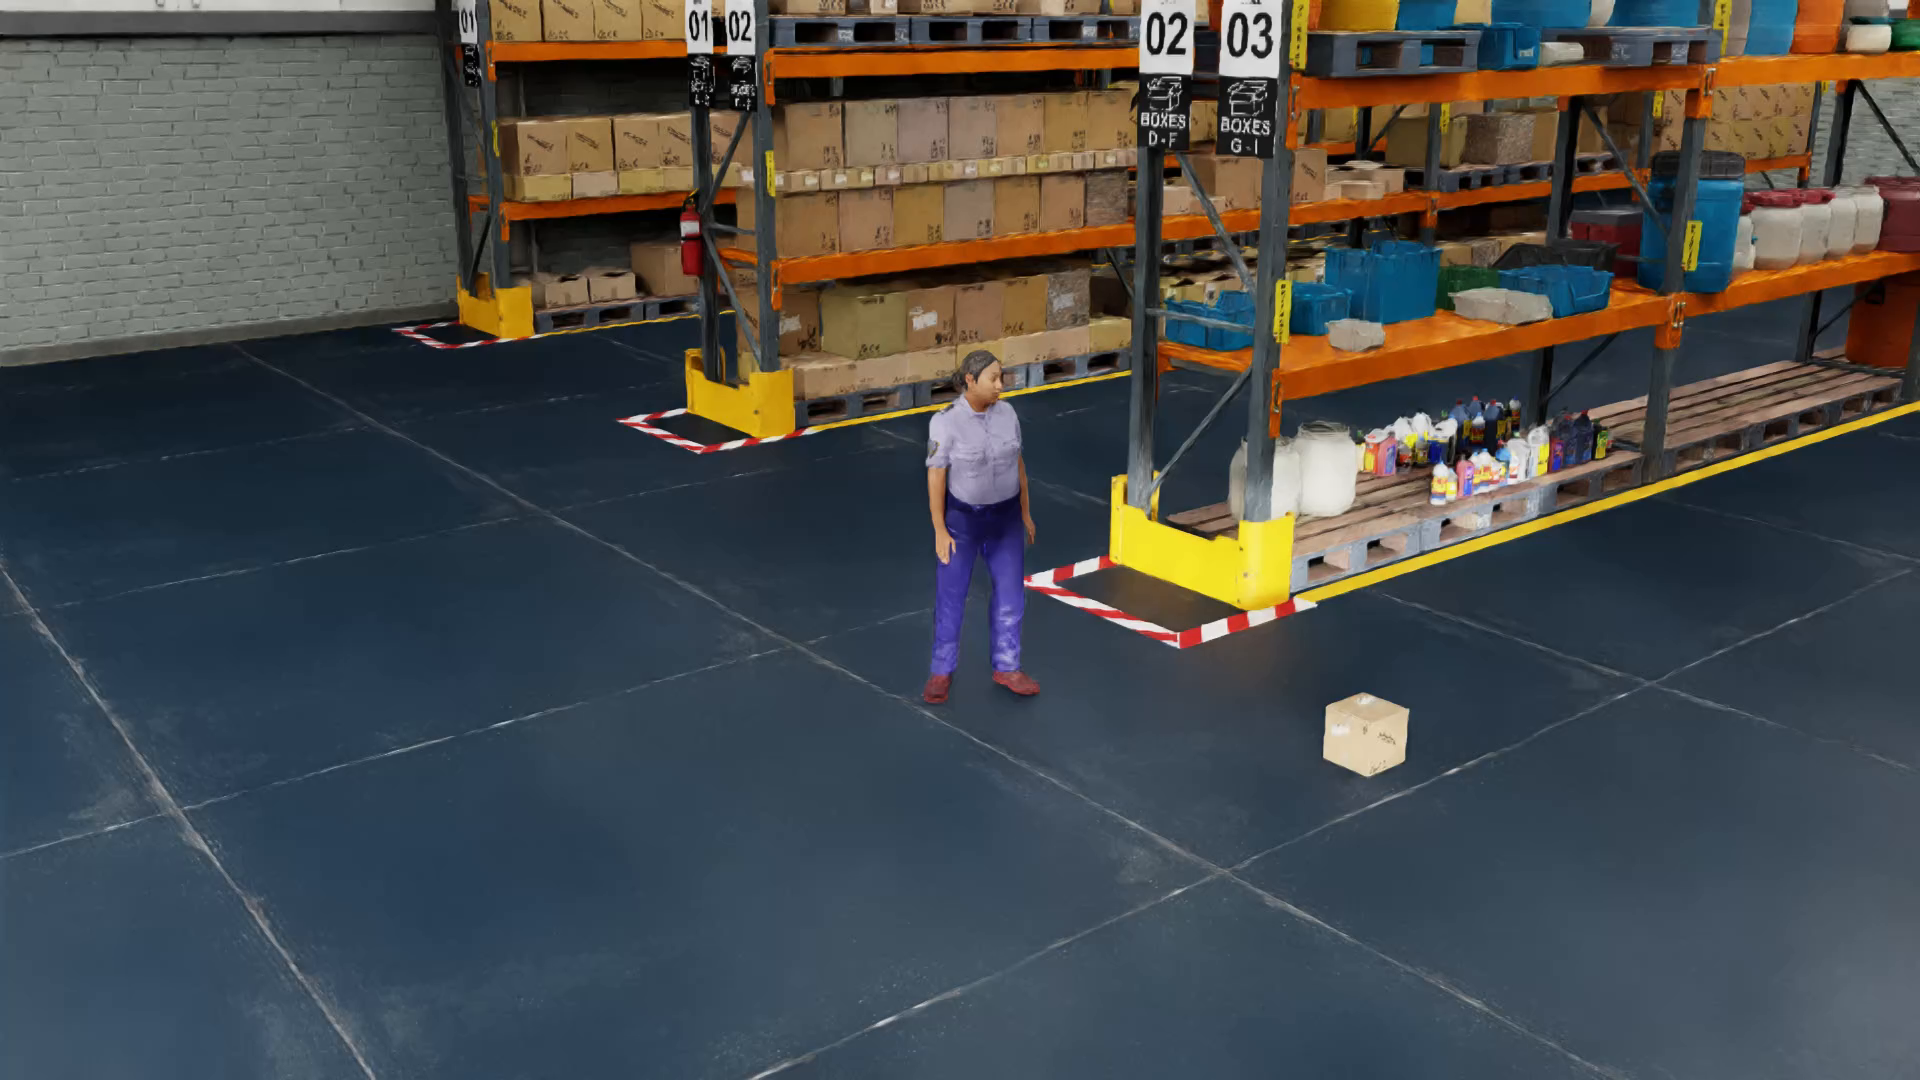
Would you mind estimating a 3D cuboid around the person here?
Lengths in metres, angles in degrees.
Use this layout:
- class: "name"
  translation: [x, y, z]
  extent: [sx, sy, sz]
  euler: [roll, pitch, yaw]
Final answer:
- class: "person"
  translation: [0.086, -0.064, 7.701]
  extent: [0.566, 1.653, 0.404]
  euler: [-8, 20, -25]
